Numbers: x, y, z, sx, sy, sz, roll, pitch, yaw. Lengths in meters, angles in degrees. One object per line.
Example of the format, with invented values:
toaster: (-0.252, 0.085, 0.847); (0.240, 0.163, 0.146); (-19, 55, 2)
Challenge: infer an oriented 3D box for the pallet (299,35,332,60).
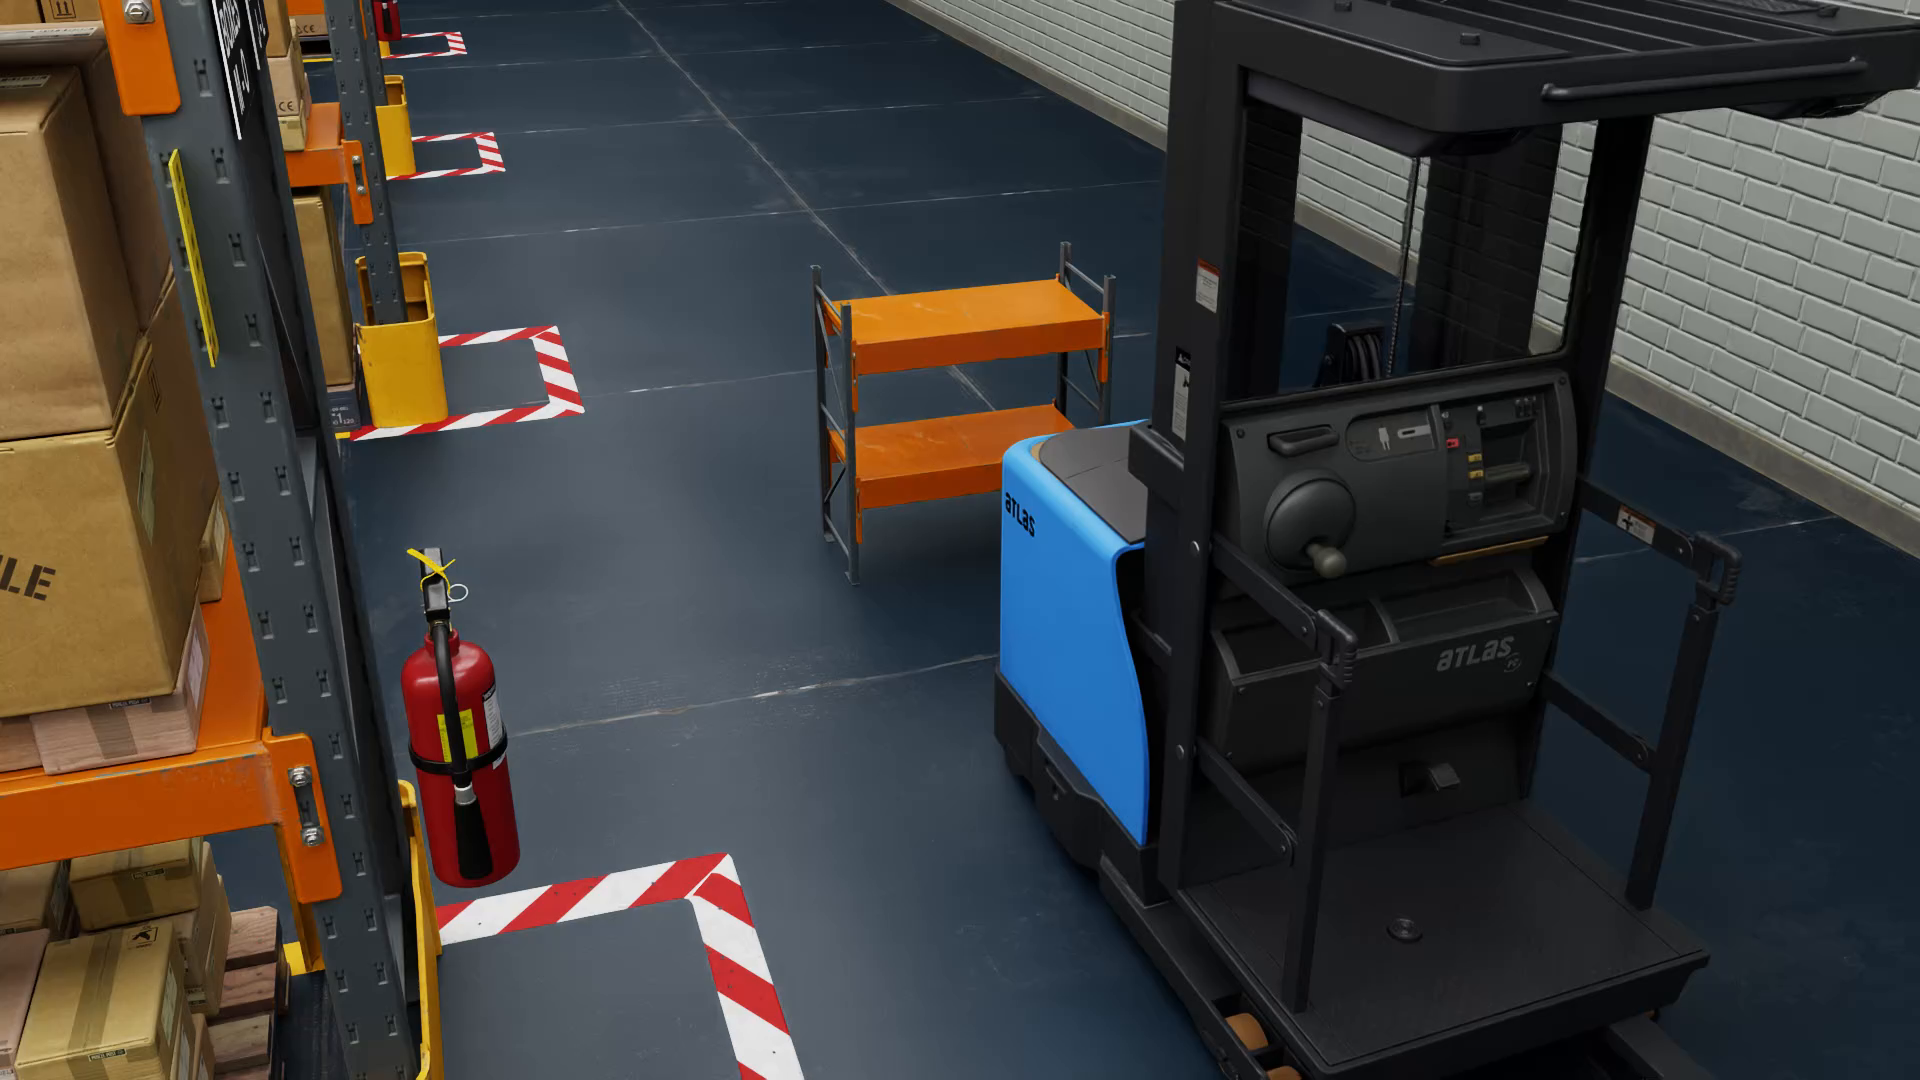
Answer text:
pallet: (-6.684, -4.945, 16.475); (1.213, 0.211, 1.003); (-8, 28, -16)

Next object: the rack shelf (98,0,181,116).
rack shelf: (-3.251, -0.761, 2.345); (4.000, 0.370, 1.077); (-8, 28, -16)

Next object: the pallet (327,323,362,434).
pallet: (-3.526, -0.734, 7.991); (1.213, 0.211, 1.003); (-8, 28, -16)

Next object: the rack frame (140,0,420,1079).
rack frame: (-1.350, -0.015, 3.407); (0.127, 3.000, 1.000); (-8, 28, -16)

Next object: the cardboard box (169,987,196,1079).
cardboard box: (-1.763, 1.134, 3.492); (0.250, 0.149, 0.380); (-9, 28, -17)

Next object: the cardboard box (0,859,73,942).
cardboard box: (-2.178, 0.825, 3.781); (0.250, 0.149, 0.380); (-8, 27, -15)

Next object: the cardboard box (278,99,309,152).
cardboard box: (-3.026, -1.825, 7.336); (0.250, 0.149, 0.380); (-8, 27, -15)

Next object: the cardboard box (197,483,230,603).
cardboard box: (-1.759, 0.003, 3.652); (0.250, 0.149, 0.380); (-8, 28, -17)

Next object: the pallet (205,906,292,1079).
pallet: (-2.205, 1.341, 3.811); (1.213, 0.211, 1.003); (-8, 28, -16)

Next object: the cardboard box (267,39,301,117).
cardboard box: (-3.168, -2.013, 7.266); (0.500, 0.250, 0.500); (-9, 28, -17)

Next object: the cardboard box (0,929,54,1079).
cardboard box: (-2.031, 0.998, 3.432); (0.250, 0.149, 0.380); (-8, 27, -15)

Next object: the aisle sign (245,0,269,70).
aisle sign: (-1.373, -1.316, 3.105); (0.004, 0.787, 0.394); (-8, 28, -16)

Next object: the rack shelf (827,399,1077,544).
rack shelf: (0.006, -0.286, 6.610); (1.000, 0.278, 0.538); (-8, 28, -16)

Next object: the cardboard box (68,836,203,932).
cardboard box: (-1.953, 0.736, 3.960); (0.250, 0.149, 0.380); (-10, 28, -18)

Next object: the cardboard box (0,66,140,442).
cardboard box: (-1.708, -0.473, 2.758); (0.500, 0.500, 0.500); (-9, 28, -17)

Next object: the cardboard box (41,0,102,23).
cardboard box: (-3.805, -2.507, 7.418); (0.500, 0.500, 0.500); (-9, 28, -17)

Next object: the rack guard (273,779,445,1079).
rack guard: (-1.422, 1.115, 3.942); (0.348, 0.500, 1.175); (-8, 28, -16)

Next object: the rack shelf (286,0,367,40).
rack shelf: (-6.225, -3.623, 11.483); (4.000, 0.370, 1.077); (-8, 28, -16)

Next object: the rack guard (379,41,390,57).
rack guard: (-5.926, -5.185, 16.632); (0.348, 0.500, 1.175); (-8, 28, -16)

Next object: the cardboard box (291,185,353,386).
cardboard box: (-3.373, -1.241, 7.793); (0.875, 0.875, 0.875); (-8, 28, -16)

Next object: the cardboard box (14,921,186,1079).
cardboard box: (-1.774, 0.987, 3.453); (0.250, 0.149, 0.380); (-8, 27, -16)

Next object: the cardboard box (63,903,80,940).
cardboard box: (-2.205, 0.918, 3.927); (0.250, 0.149, 0.380); (-8, 28, -16)

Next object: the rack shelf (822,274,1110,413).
rack shelf: (0.006, -0.767, 6.372); (1.000, 0.278, 0.538); (-8, 28, -16)

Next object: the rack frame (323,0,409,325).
rack frame: (-2.789, -2.126, 7.660); (0.127, 3.000, 1.000); (-8, 28, -16)

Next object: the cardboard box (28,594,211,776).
cardboard box: (-1.572, 0.262, 3.132); (0.250, 0.149, 0.380); (-8, 28, -16)

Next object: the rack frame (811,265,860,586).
rack frame: (-0.477, -0.435, 6.361); (0.032, 1.125, 0.500); (-8, 28, -16)

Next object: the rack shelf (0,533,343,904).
rack shelf: (-3.251, 0.582, 3.012); (4.000, 0.370, 1.077); (-8, 28, -16)

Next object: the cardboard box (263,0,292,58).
cardboard box: (-3.171, -2.350, 7.101); (0.500, 0.500, 0.500); (-8, 27, -15)

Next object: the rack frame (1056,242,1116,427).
rack frame: (0.490, -0.575, 6.643); (0.032, 1.125, 0.500); (-8, 28, -16)

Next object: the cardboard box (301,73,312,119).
cardboard box: (-3.229, -2.104, 7.898); (0.250, 0.149, 0.380); (-8, 27, -16)

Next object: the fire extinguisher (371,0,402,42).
fire extinguisher: (-4.039, -3.847, 11.633); (0.183, 0.674, 0.296); (-8, 28, -16)

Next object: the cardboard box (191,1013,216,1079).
cardboard box: (-1.786, 1.234, 3.624); (0.250, 0.149, 0.380); (-8, 27, -15)

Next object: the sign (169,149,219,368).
sign: (-1.197, -0.438, 2.601); (0.005, 0.325, 0.100); (-8, 28, -16)

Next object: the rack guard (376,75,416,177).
rack guard: (-4.304, -3.110, 12.451); (0.348, 0.500, 1.175); (-8, 28, -16)

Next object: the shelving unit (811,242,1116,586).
shelving unit: (0.006, -0.505, 6.502); (1.048, 1.125, 0.538); (-8, 28, -16)

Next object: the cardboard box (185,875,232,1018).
cardboard box: (-1.947, 1.010, 4.075); (0.250, 0.149, 0.380); (-8, 27, -15)

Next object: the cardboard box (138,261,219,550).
cardboard box: (-1.862, -0.248, 3.430); (0.500, 0.500, 0.500); (-7, 27, -14)

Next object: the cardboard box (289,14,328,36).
cardboard box: (-6.294, -5.214, 16.195); (0.500, 0.500, 0.500); (-8, 28, -16)

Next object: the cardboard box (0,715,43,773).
cardboard box: (-1.820, 0.280, 3.095); (0.250, 0.149, 0.380); (-8, 28, -16)

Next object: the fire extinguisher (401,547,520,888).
fire extinguisher: (-0.967, 0.347, 3.184); (0.183, 0.674, 0.296); (-8, 28, -16)

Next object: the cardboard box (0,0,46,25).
cardboard box: (-4.296, -2.433, 7.269); (0.500, 0.500, 0.500); (-9, 28, -17)

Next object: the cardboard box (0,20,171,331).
cardboard box: (-1.859, -0.691, 3.198); (0.500, 0.500, 0.500); (-8, 28, -16)

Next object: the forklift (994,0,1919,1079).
forklift: (1.122, -0.117, 3.690); (1.130, 2.935, 3.031); (-10, 28, -19)

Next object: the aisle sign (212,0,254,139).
aisle sign: (-1.187, -1.063, 2.594); (0.004, 0.787, 0.394); (-8, 28, -16)

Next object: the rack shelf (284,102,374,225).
rack shelf: (-4.691, -1.529, 7.265); (4.000, 0.370, 1.077); (-8, 28, -16)

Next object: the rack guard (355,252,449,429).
rack guard: (-2.767, -1.010, 8.222); (0.348, 0.500, 1.175); (-8, 28, -16)

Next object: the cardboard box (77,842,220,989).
cardboard box: (-1.927, 0.904, 3.955); (0.250, 0.149, 0.380); (-7, 27, -14)

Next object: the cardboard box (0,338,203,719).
cardboard box: (-1.697, -0.022, 2.975); (0.500, 0.500, 0.500); (-8, 27, -15)

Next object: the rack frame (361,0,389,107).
rack frame: (-4.323, -4.220, 11.878); (0.127, 3.000, 1.000); (-8, 28, -16)

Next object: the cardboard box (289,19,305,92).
cardboard box: (-3.329, -2.240, 7.724); (0.500, 0.250, 0.500); (-9, 28, -17)
